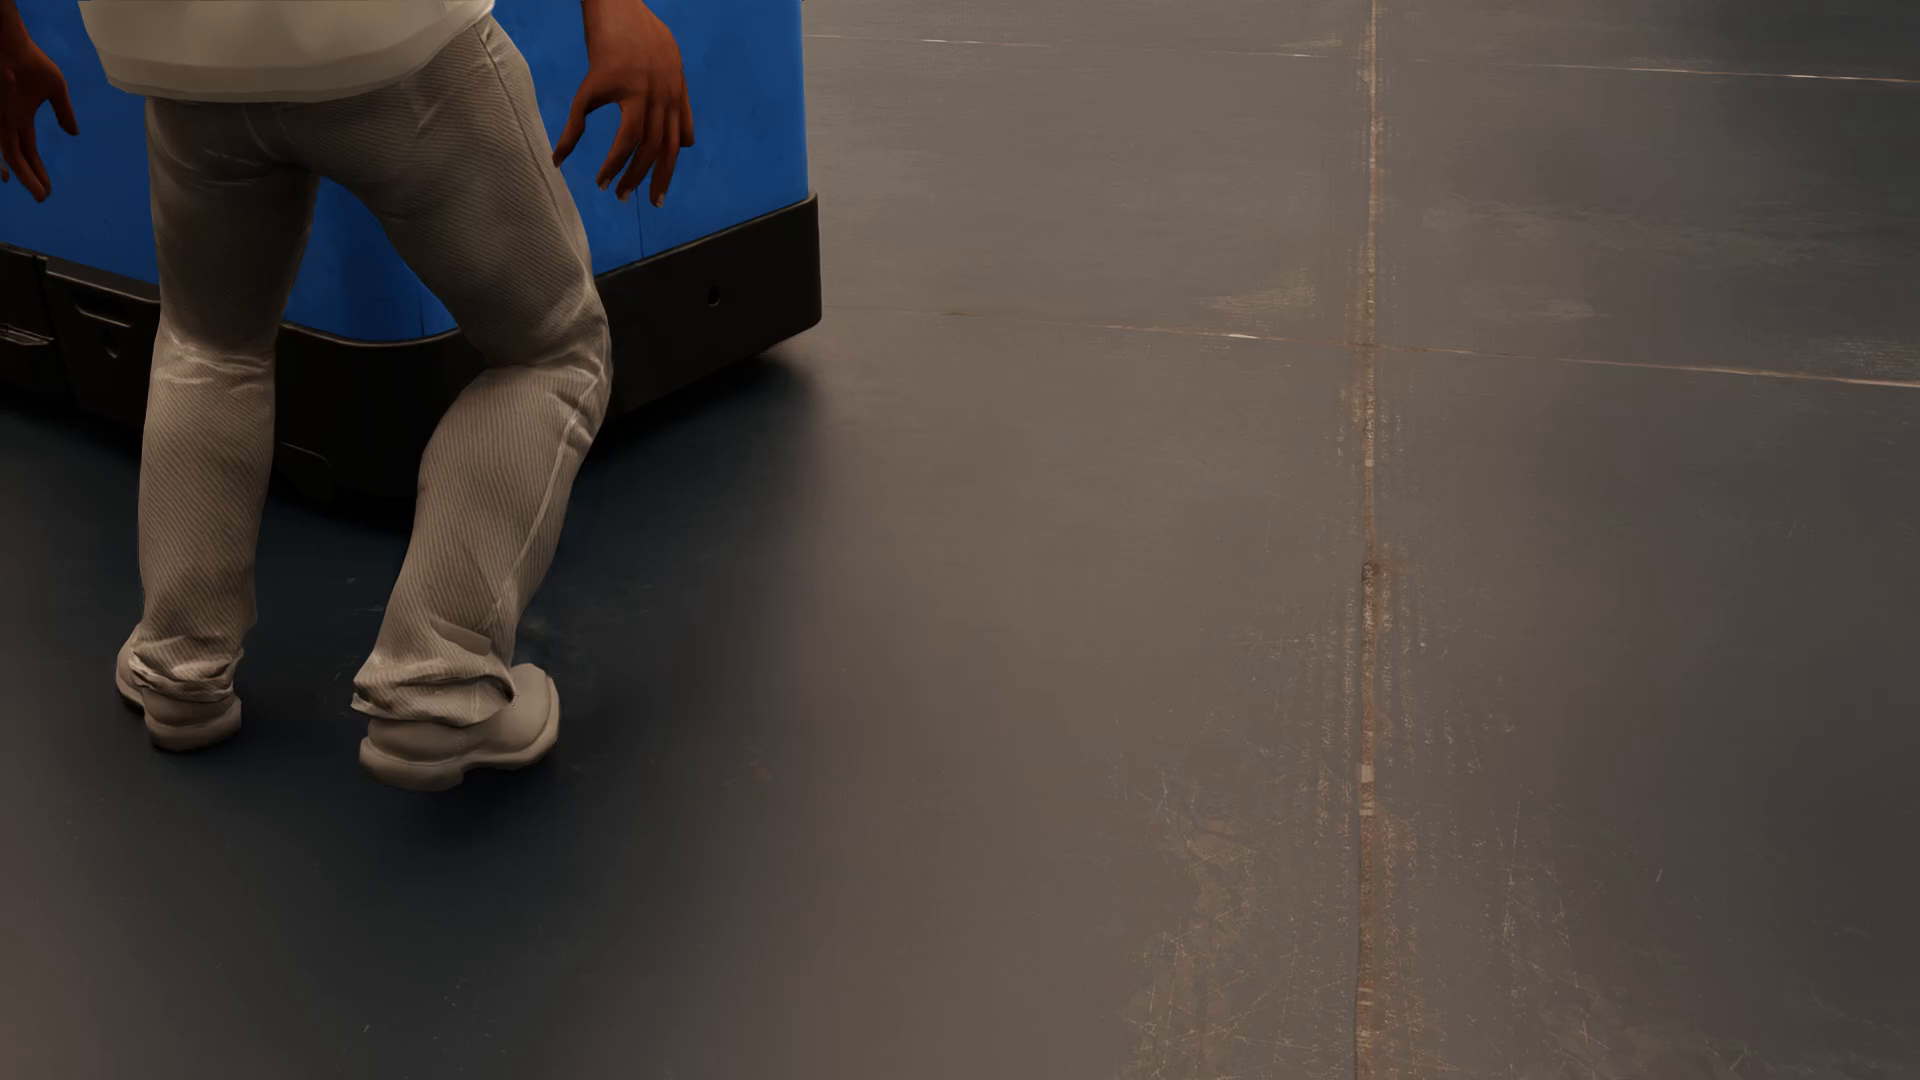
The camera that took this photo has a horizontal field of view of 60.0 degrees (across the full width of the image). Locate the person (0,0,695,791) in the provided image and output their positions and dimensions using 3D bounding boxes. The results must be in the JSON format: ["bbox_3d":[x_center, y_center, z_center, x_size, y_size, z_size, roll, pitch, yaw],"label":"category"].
[{"bbox_3d":[-0.679,-0.525,1.680,0.934,1.683,0.492,9,28,17],"label":"person"}]

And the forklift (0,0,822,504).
[{"bbox_3d":[-1.780,-1.855,2.922,3.031,2.935,1.130,16,31,29],"label":"forklift"}]
